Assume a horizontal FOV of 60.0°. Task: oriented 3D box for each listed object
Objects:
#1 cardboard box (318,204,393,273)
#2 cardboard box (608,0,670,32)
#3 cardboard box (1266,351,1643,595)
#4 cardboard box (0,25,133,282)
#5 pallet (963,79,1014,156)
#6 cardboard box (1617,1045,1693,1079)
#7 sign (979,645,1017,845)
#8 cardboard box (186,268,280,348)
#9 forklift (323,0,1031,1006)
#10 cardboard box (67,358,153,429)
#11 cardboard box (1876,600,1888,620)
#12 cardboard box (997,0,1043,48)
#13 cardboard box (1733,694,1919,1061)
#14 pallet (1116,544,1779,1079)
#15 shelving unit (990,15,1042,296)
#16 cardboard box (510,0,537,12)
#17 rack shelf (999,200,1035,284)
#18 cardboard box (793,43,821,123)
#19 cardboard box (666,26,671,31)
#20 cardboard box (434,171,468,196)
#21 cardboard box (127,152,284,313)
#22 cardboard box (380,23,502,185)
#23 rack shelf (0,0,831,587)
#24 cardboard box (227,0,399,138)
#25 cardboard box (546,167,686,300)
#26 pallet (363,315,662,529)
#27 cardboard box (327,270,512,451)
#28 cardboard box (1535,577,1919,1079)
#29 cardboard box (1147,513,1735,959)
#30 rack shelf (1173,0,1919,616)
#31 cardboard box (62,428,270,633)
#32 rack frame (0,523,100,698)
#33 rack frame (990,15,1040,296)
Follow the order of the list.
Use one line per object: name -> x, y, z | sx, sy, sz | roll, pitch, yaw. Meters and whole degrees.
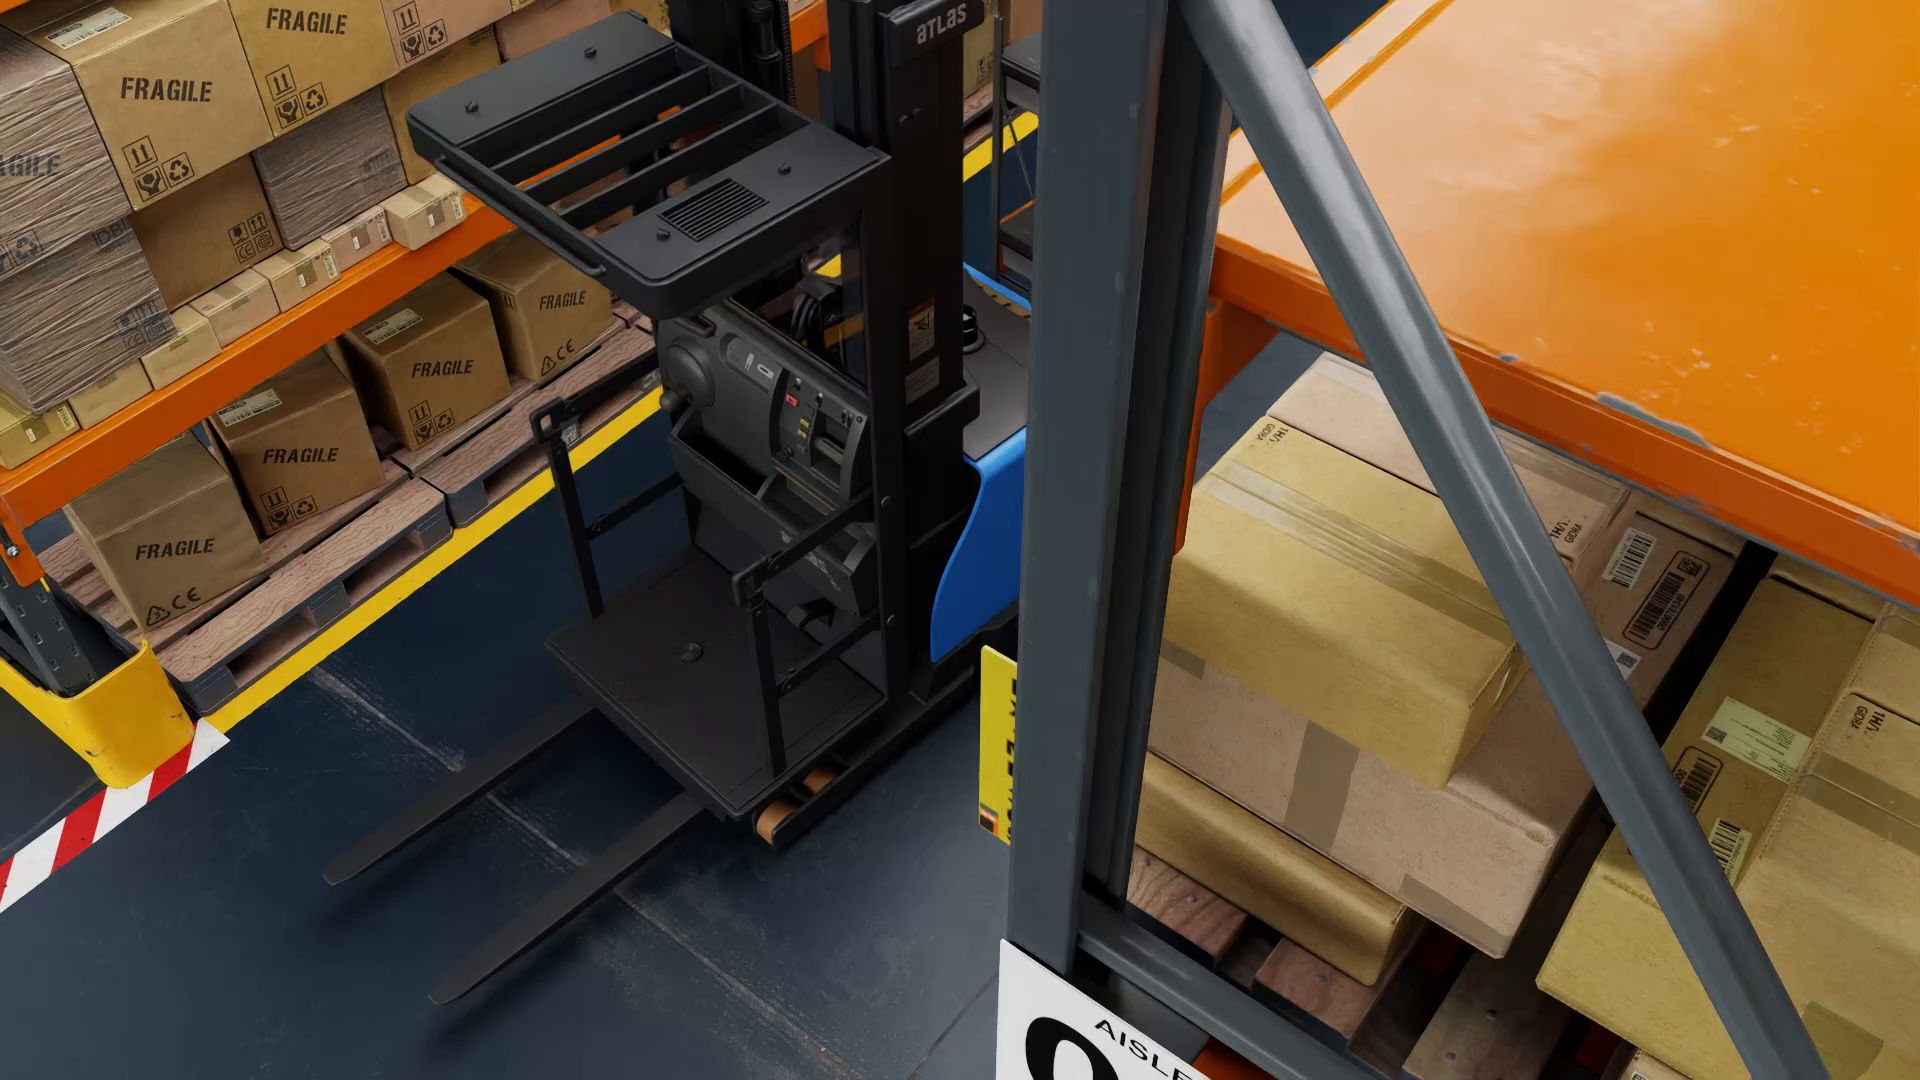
cardboard box -> -2.257, -1.134, 5.933 | 0.380, 0.149, 0.250 | 29, 53, 25
cardboard box -> -1.591, -2.371, 6.665 | 0.875, 0.500, 0.500 | 29, 53, 25
cardboard box -> 0.575, -0.084, 1.944 | 0.380, 0.149, 0.250 | 29, 53, 25
cardboard box -> -2.827, -1.122, 4.781 | 0.500, 0.500, 0.500 | 29, 53, 25
pallet -> -0.459, -2.217, 8.722 | 1.003, 0.211, 1.213 | 29, 53, 25
cardboard box -> 0.947, 0.622, 1.821 | 0.380, 0.149, 0.250 | 30, 53, 25
sign -> 0.063, 0.243, 1.812 | 0.100, 0.325, 0.005 | 29, 53, 25
cardboard box -> -2.547, -0.840, 5.651 | 0.380, 0.149, 0.250 | 29, 53, 25
forklift -> -0.775, -0.384, 5.090 | 1.130, 2.935, 3.031 | 35, 56, 29
cardboard box -> -2.848, -0.551, 5.376 | 0.380, 0.149, 0.250 | 29, 53, 25
cardboard box -> 1.250, 0.061, 1.806 | 0.380, 0.149, 0.250 | 28, 53, 25
cardboard box -> 0.107, -2.949, 8.918 | 0.700, 0.500, 0.500 | 25, 51, 22
cardboard box -> 0.940, 0.351, 1.529 | 0.380, 0.149, 0.250 | 30, 53, 25
pallet -> 0.929, 0.371, 2.308 | 1.003, 0.211, 1.213 | 29, 53, 25
shelving unit -> 0.431, -1.038, 6.289 | 0.431, 2.100, 0.503 | 35, 56, 29
cardboard box -> -1.602, -2.265, 5.873 | 0.500, 0.500, 0.500 | 29, 53, 25
rack shelf -> 0.431, -1.029, 6.299 | 0.431, 0.518, 0.480 | 35, 56, 29
cardboard box -> -0.541, -2.365, 8.359 | 0.700, 0.500, 0.500 | 25, 51, 22
cardboard box -> -1.193, -2.139, 6.893 | 0.380, 0.149, 0.250 | 29, 53, 25
cardboard box -> -1.975, -1.433, 6.219 | 0.380, 0.149, 0.250 | 29, 53, 25
cardboard box -> -2.811, -1.224, 5.570 | 0.875, 0.500, 0.500 | 29, 53, 25
cardboard box -> -2.156, -1.772, 6.094 | 0.875, 0.500, 0.500 | 29, 53, 25
rack shelf -> -2.157, -1.341, 6.454 | 1.077, 0.370, 4.000 | 29, 53, 25
cardboard box -> -2.212, -1.692, 5.326 | 0.500, 0.500, 0.500 | 29, 53, 25
cardboard box -> -1.554, -1.474, 7.521 | 0.500, 0.500, 0.500 | -26, 52, -23
pallet -> -2.062, -0.670, 7.244 | 1.003, 0.211, 1.213 | 29, 53, 25
cardboard box -> -2.248, -0.784, 6.863 | 0.500, 0.500, 0.500 | 34, 55, 28
cardboard box -> 0.982, 0.376, 1.781 | 0.500, 0.250, 0.500 | 29, 53, 25
cardboard box -> 0.562, 0.135, 2.011 | 0.500, 0.250, 0.500 | 30, 53, 25
rack shelf -> 1.707, -1.025, 2.280 | 1.077, 0.370, 4.000 | 29, 53, 25
cardboard box -> -2.984, -0.077, 6.187 | 0.500, 0.500, 0.500 | -33, 54, -27
rack frame -> -3.379, -0.445, 5.101 | 1.000, 3.000, 0.127 | 29, 53, 25
rack frame -> 0.260, -0.912, 6.169 | 0.400, 2.100, 0.015 | 35, 56, 29
